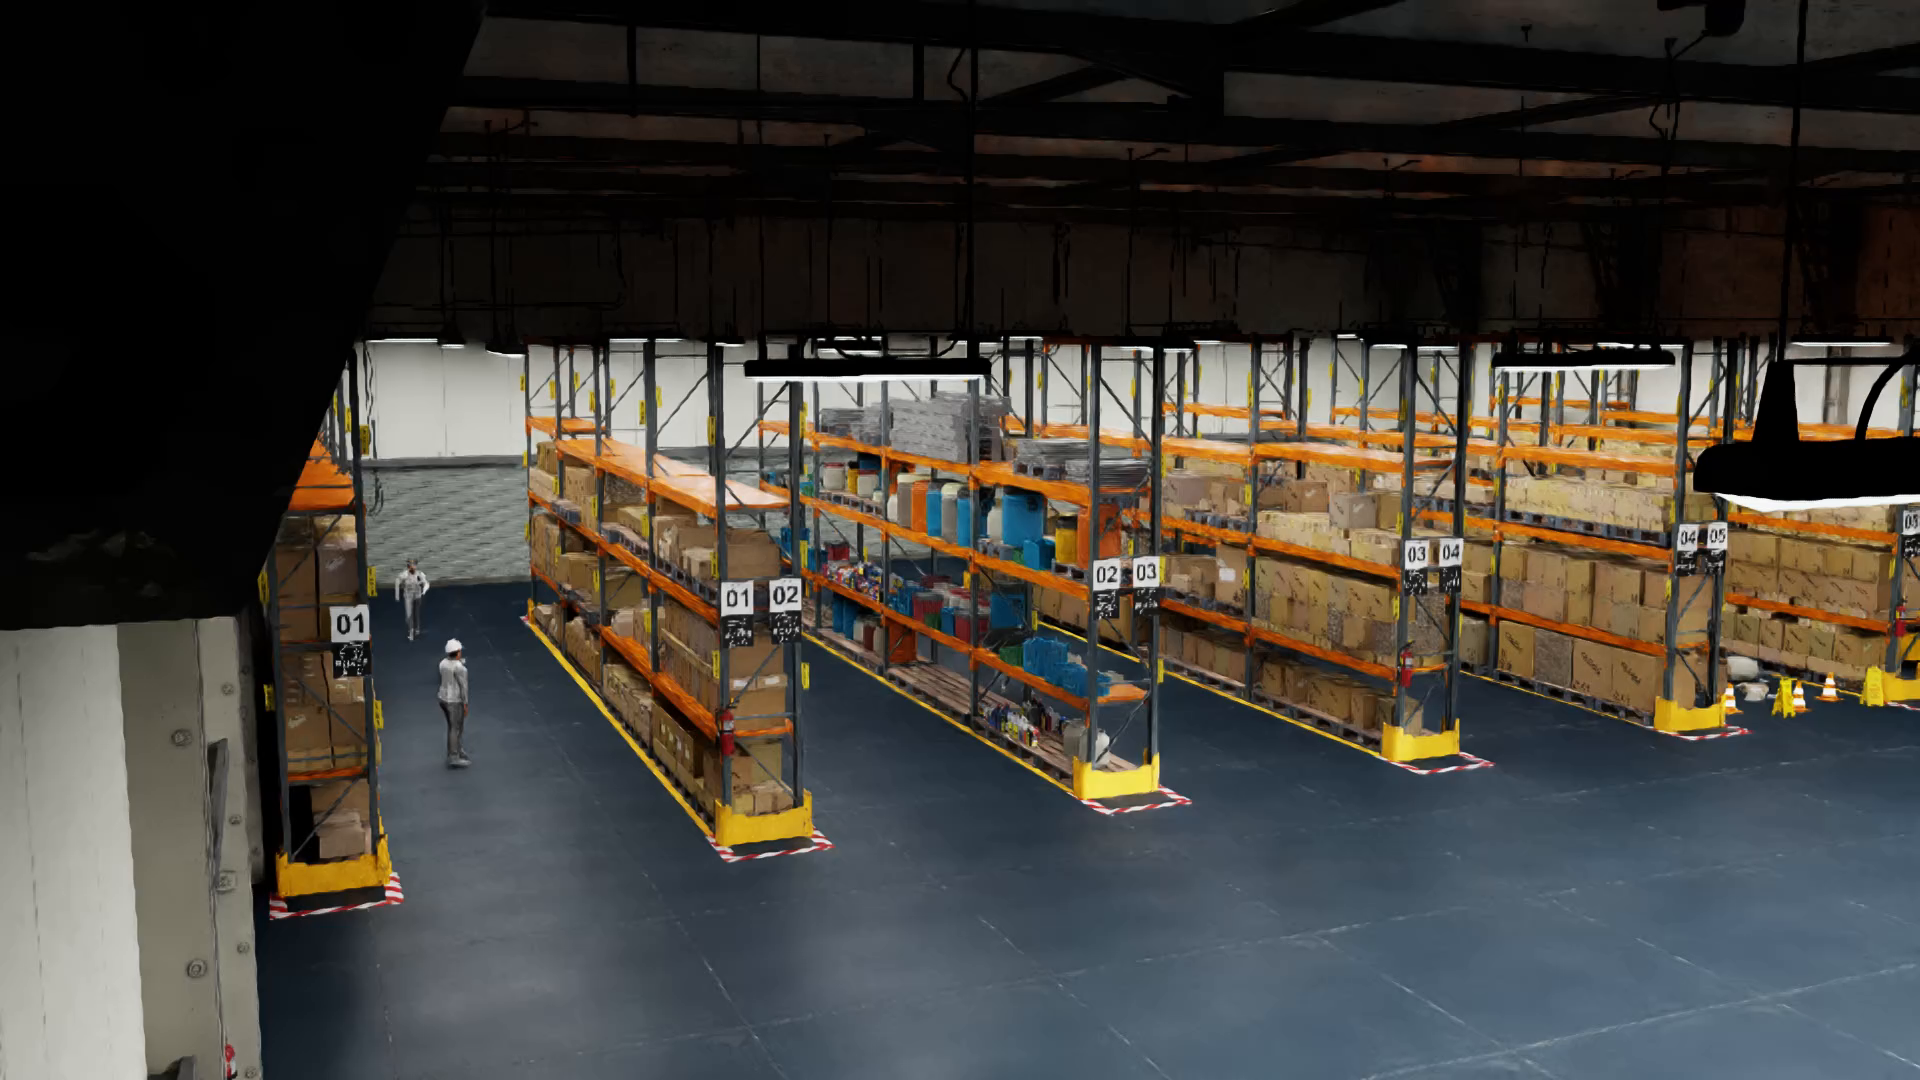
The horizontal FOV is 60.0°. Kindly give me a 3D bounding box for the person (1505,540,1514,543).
[{"bbox_3d":[11.346,0.901,34.406,0.554,1.801,0.639,0,8,2],"label":"person"}]

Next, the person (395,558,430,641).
[{"bbox_3d":[-10.875,1.140,33.062,0.643,1.611,0.810,-4,8,-26],"label":"person"}]

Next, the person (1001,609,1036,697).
[{"bbox_3d":[1.018,1.868,28.151,0.535,1.504,0.758,-5,9,-31],"label":"person"}]

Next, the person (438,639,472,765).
[{"bbox_3d":[-7.181,2.285,23.765,0.688,1.779,0.522,7,10,43],"label":"person"}]
